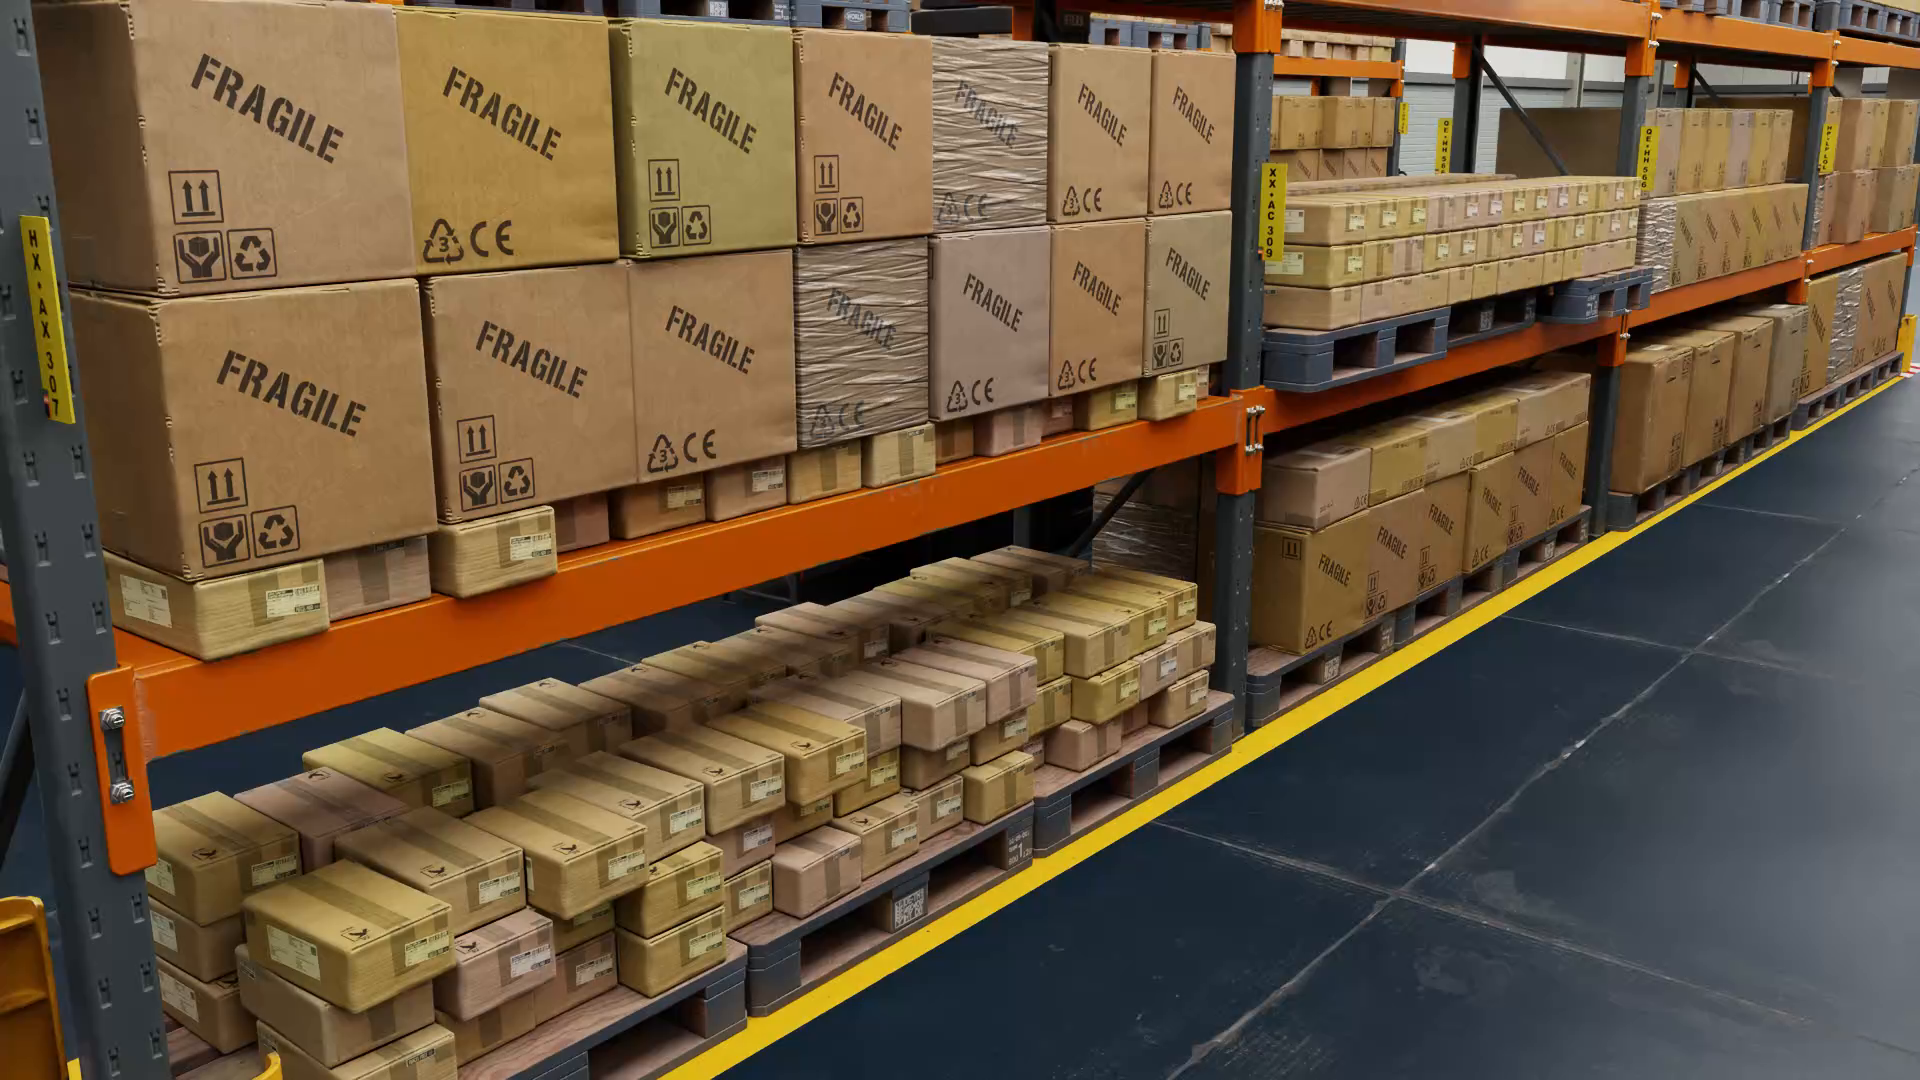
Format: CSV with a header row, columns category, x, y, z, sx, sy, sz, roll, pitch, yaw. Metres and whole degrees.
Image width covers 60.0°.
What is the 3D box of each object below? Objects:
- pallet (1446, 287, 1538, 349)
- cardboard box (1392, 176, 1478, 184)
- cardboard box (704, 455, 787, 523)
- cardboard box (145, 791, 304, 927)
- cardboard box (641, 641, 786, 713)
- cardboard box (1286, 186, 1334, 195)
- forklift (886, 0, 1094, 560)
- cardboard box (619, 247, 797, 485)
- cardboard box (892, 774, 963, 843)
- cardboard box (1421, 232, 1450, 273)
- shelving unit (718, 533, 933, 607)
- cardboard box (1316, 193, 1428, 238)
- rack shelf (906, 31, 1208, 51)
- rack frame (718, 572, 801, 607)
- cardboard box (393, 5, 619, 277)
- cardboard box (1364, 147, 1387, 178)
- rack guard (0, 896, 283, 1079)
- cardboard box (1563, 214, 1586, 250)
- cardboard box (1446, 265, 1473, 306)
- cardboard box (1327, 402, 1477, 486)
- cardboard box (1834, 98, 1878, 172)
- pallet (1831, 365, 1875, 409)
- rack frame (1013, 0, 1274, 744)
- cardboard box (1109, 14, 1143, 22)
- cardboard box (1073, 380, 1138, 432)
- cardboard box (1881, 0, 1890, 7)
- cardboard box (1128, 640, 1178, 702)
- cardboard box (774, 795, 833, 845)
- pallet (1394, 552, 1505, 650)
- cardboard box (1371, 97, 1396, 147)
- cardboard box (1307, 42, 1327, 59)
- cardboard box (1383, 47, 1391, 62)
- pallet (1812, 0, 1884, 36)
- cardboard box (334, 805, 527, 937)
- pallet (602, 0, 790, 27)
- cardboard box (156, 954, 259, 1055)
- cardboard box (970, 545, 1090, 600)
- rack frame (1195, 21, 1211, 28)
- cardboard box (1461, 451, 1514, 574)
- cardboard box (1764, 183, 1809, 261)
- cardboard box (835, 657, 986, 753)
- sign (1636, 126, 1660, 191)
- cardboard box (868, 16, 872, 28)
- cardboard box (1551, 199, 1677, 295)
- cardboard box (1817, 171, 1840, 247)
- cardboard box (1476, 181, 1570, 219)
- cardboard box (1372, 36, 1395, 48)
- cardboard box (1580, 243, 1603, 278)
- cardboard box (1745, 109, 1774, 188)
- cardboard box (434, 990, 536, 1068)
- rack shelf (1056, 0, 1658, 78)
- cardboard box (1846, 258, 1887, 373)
category,x,y,z,sx,sy,sz,roll,pitch,yaw
pallet,1.937,-1.068,7.625,1.003,0.211,1.213,11,18,38
cardboard box,2.384,-1.760,8.408,0.380,0.149,0.250,11,18,37
cardboard box,-0.658,-0.164,4.187,0.380,0.149,0.250,11,18,36
cardboard box,-1.743,0.735,3.867,0.380,0.149,0.250,12,18,38
cardboard box,-0.744,0.439,5.033,0.380,0.149,0.250,11,18,38
cardboard box,1.390,-1.455,7.208,0.380,0.149,0.250,11,18,36
forklift,0.539,-1.604,9.485,1.130,2.935,3.031,10,17,35
cardboard box,-0.747,-0.449,3.989,0.500,0.500,0.500,12,18,38
cardboard box,-0.213,0.763,4.963,0.380,0.149,0.250,12,18,39
cardboard box,1.727,-1.160,6.650,0.380,0.149,0.250,10,18,35
shelving unit,-0.647,-0.316,8.083,0.538,1.125,1.048,10,17,35
cardboard box,1.575,-1.258,6.431,0.380,0.149,0.250,11,18,38
rack shelf,0.493,-3.781,13.284,1.077,0.370,4.000,11,18,38
rack frame,-0.945,-0.215,7.683,0.500,1.125,0.032,10,17,35
cardboard box,-1.078,-0.834,3.476,0.500,0.500,0.500,12,19,39
cardboard box,4.137,-3.871,17.462,0.500,0.500,0.500,11,18,37
rack guard,-1.831,1.183,3.452,1.175,0.500,0.348,11,18,38
cardboard box,2.706,-1.457,7.821,0.380,0.149,0.250,11,18,38
cardboard box,1.889,-1.064,6.878,0.380,0.149,0.250,10,18,35
cardboard box,1.962,-0.436,7.447,0.500,0.250,0.500,12,19,40
cardboard box,6.624,-3.179,13.048,0.875,0.550,0.550,11,18,38
pallet,6.969,-1.329,13.926,1.003,0.211,1.213,11,18,38
rack frame,0.636,-0.780,6.103,1.000,3.000,0.127,11,18,38
cardboard box,1.174,-4.413,13.763,0.500,0.250,0.500,12,18,38
cardboard box,0.347,-0.460,5.350,0.380,0.149,0.250,12,19,40
cardboard box,6.795,-4.109,12.567,0.380,0.149,0.250,11,18,37
cardboard box,0.525,0.417,5.723,0.380,0.149,0.250,10,17,35
cardboard box,-0.572,0.699,4.614,0.380,0.149,0.250,12,19,40
pallet,1.890,0.187,7.958,1.003,0.211,1.213,11,18,38
cardboard box,4.113,-4.371,17.398,0.700,0.500,0.500,11,18,36
cardboard box,3.327,-4.745,16.126,0.380,0.149,0.250,11,18,37
cardboard box,4.257,-5.046,17.311,0.380,0.149,0.250,11,18,38
pallet,6.186,-3.878,12.386,1.003,0.211,1.213,11,18,38
cardboard box,-1.205,0.756,3.783,0.380,0.149,0.250,12,18,39
pallet,-1.828,-3.309,10.349,1.003,0.211,1.213,12,19,40
cardboard box,-1.710,1.031,3.911,0.380,0.149,0.250,12,18,38
cardboard box,0.258,0.143,6.195,0.380,0.149,0.250,12,19,40
rack frame,1.750,-5.967,14.334,1.000,3.000,0.127,11,18,38
cardboard box,2.290,-0.169,7.921,0.500,0.500,0.500,10,18,35
cardboard box,5.544,-2.220,11.565,0.500,0.500,0.500,11,18,37
cardboard box,-0.148,0.479,4.874,0.380,0.149,0.250,10,18,36
sign,3.578,-1.987,8.662,0.100,0.325,0.005,11,18,38
cardboard box,-0.434,-3.659,11.853,0.380,0.149,0.250,11,18,38
cardboard box,3.642,-1.639,9.280,0.500,0.500,0.500,12,18,38
cardboard box,6.214,-2.567,12.829,0.875,0.550,0.550,11,18,38
cardboard box,2.553,-1.557,7.608,0.380,0.149,0.250,11,18,38
cardboard box,4.152,-5.211,17.151,0.500,0.250,0.500,11,18,37
cardboard box,2.878,-1.366,8.065,0.380,0.149,0.250,12,18,38
cardboard box,5.034,-2.651,11.231,0.700,0.500,0.500,11,18,37
cardboard box,-1.199,1.050,3.834,0.380,0.149,0.250,11,18,37
rack shelf,1.893,-2.269,7.330,1.077,0.370,4.000,11,18,38
cardboard box,7.252,-1.943,14.143,0.875,0.875,0.875,11,18,37
